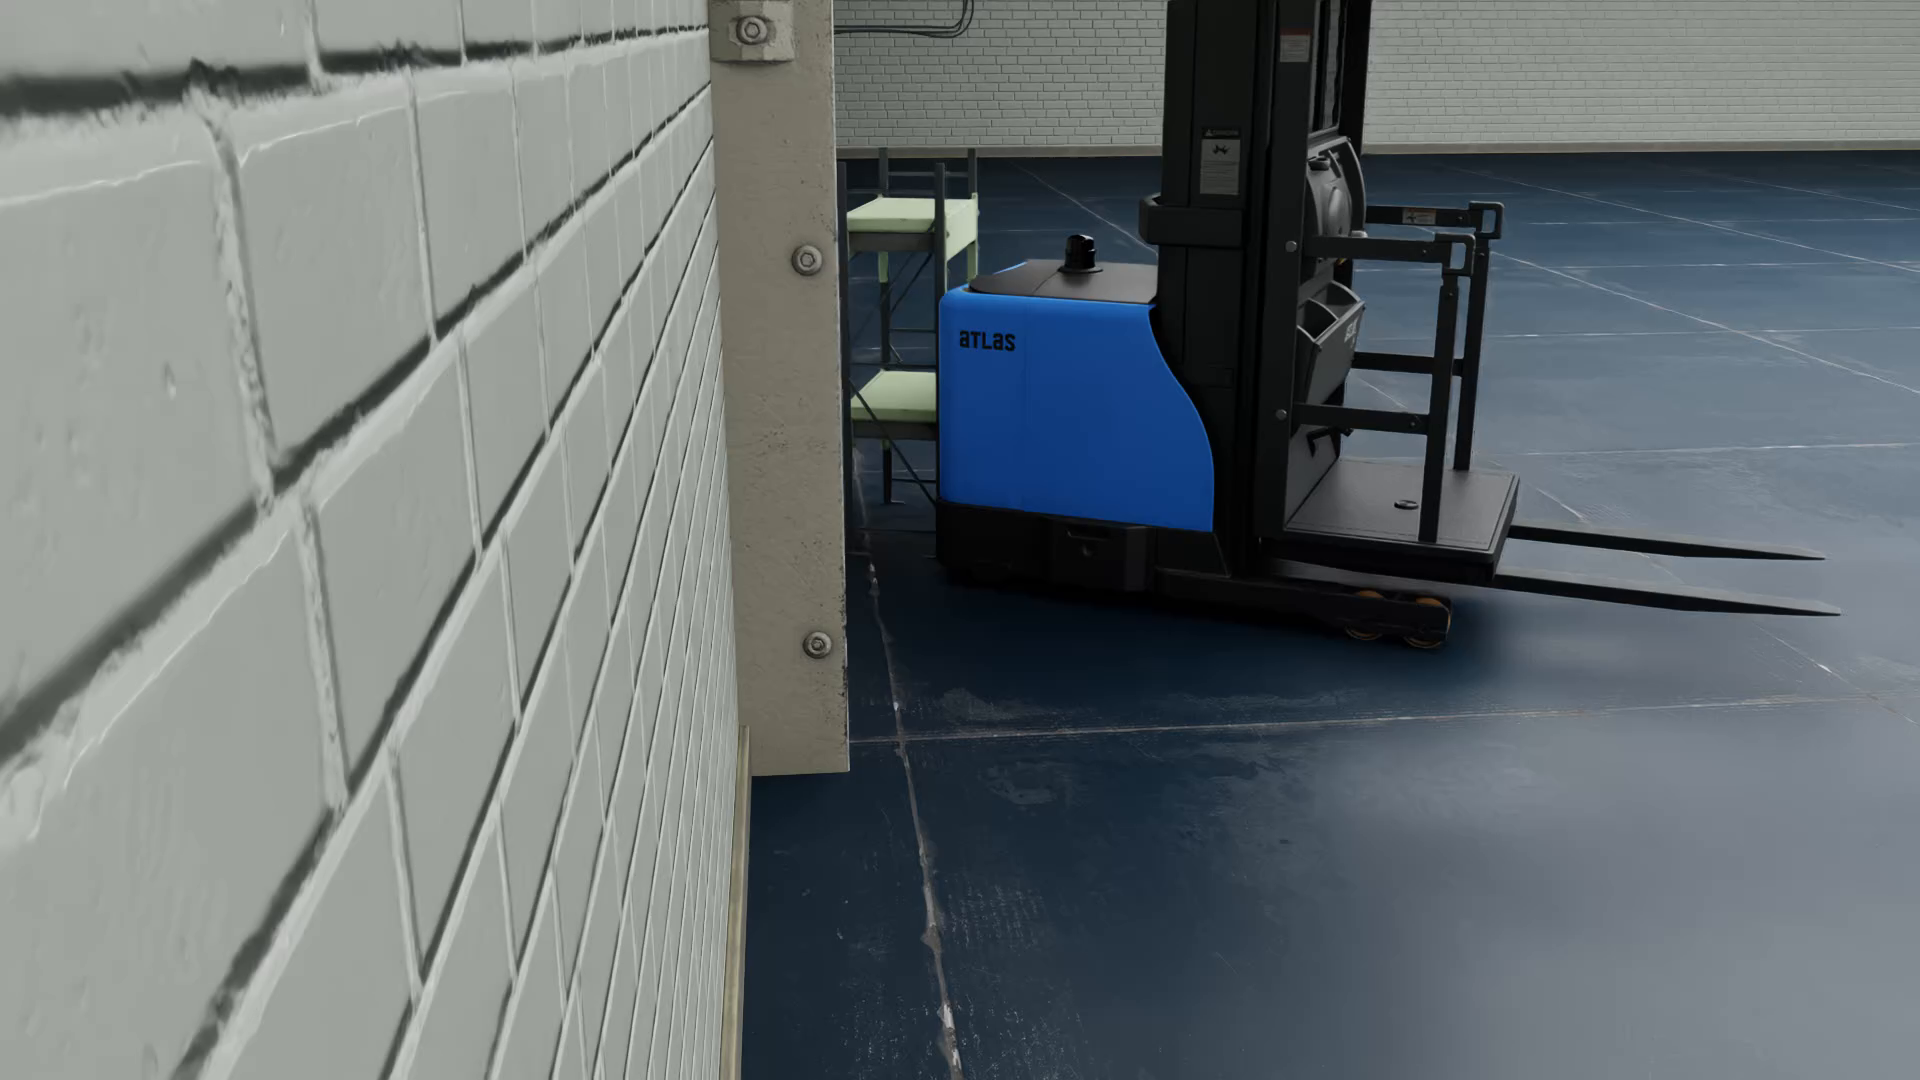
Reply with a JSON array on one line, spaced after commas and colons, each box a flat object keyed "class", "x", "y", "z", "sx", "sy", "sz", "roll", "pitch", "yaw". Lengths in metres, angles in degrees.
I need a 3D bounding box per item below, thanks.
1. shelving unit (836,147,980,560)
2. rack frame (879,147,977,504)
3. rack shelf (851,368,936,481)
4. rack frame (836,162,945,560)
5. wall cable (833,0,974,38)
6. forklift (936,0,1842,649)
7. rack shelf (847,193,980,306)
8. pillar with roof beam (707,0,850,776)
[{"class": "shelving unit", "x": -0.192, "y": -0.760, "z": 6.593, "sx": 0.431, "sy": 1.500, "sz": 0.755, "roll": 3, "pitch": 18, "yaw": 9}, {"class": "rack frame", "x": -0.131, "y": -0.868, "z": 6.937, "sx": 0.400, "sy": 1.500, "sz": 0.023, "roll": 3, "pitch": 18, "yaw": 9}, {"class": "rack shelf", "x": -0.192, "y": -0.449, "z": 6.690, "sx": 0.431, "sy": 0.370, "sz": 0.720, "roll": 3, "pitch": 18, "yaw": 9}, {"class": "rack frame", "x": -0.253, "y": -0.652, "z": 6.248, "sx": 0.400, "sy": 1.500, "sz": 0.023, "roll": 3, "pitch": 18, "yaw": 9}, {"class": "wall cable", "x": -1.327, "y": -8.503, "z": 23.923, "sx": 3.097, "sy": 2.526, "sz": 0.112, "roll": -2, "pitch": 18, "yaw": -6}, {"class": "forklift", "x": 1.478, "y": -1.218, "z": 5.662, "sx": 3.031, "sy": 2.935, "sz": 1.130, "roll": 7, "pitch": 19, "yaw": 21}, {"class": "rack shelf", "x": -0.192, "y": -1.132, "z": 6.476, "sx": 0.431, "sy": 0.370, "sz": 0.720, "roll": 3, "pitch": 18, "yaw": 9}, {"class": "pillar with roof beam", "x": 3.801, "y": -3.836, "z": 3.874, "sx": 9.100, "sy": 9.000, "sz": 0.400, "roll": -2, "pitch": 18, "yaw": -6}]
